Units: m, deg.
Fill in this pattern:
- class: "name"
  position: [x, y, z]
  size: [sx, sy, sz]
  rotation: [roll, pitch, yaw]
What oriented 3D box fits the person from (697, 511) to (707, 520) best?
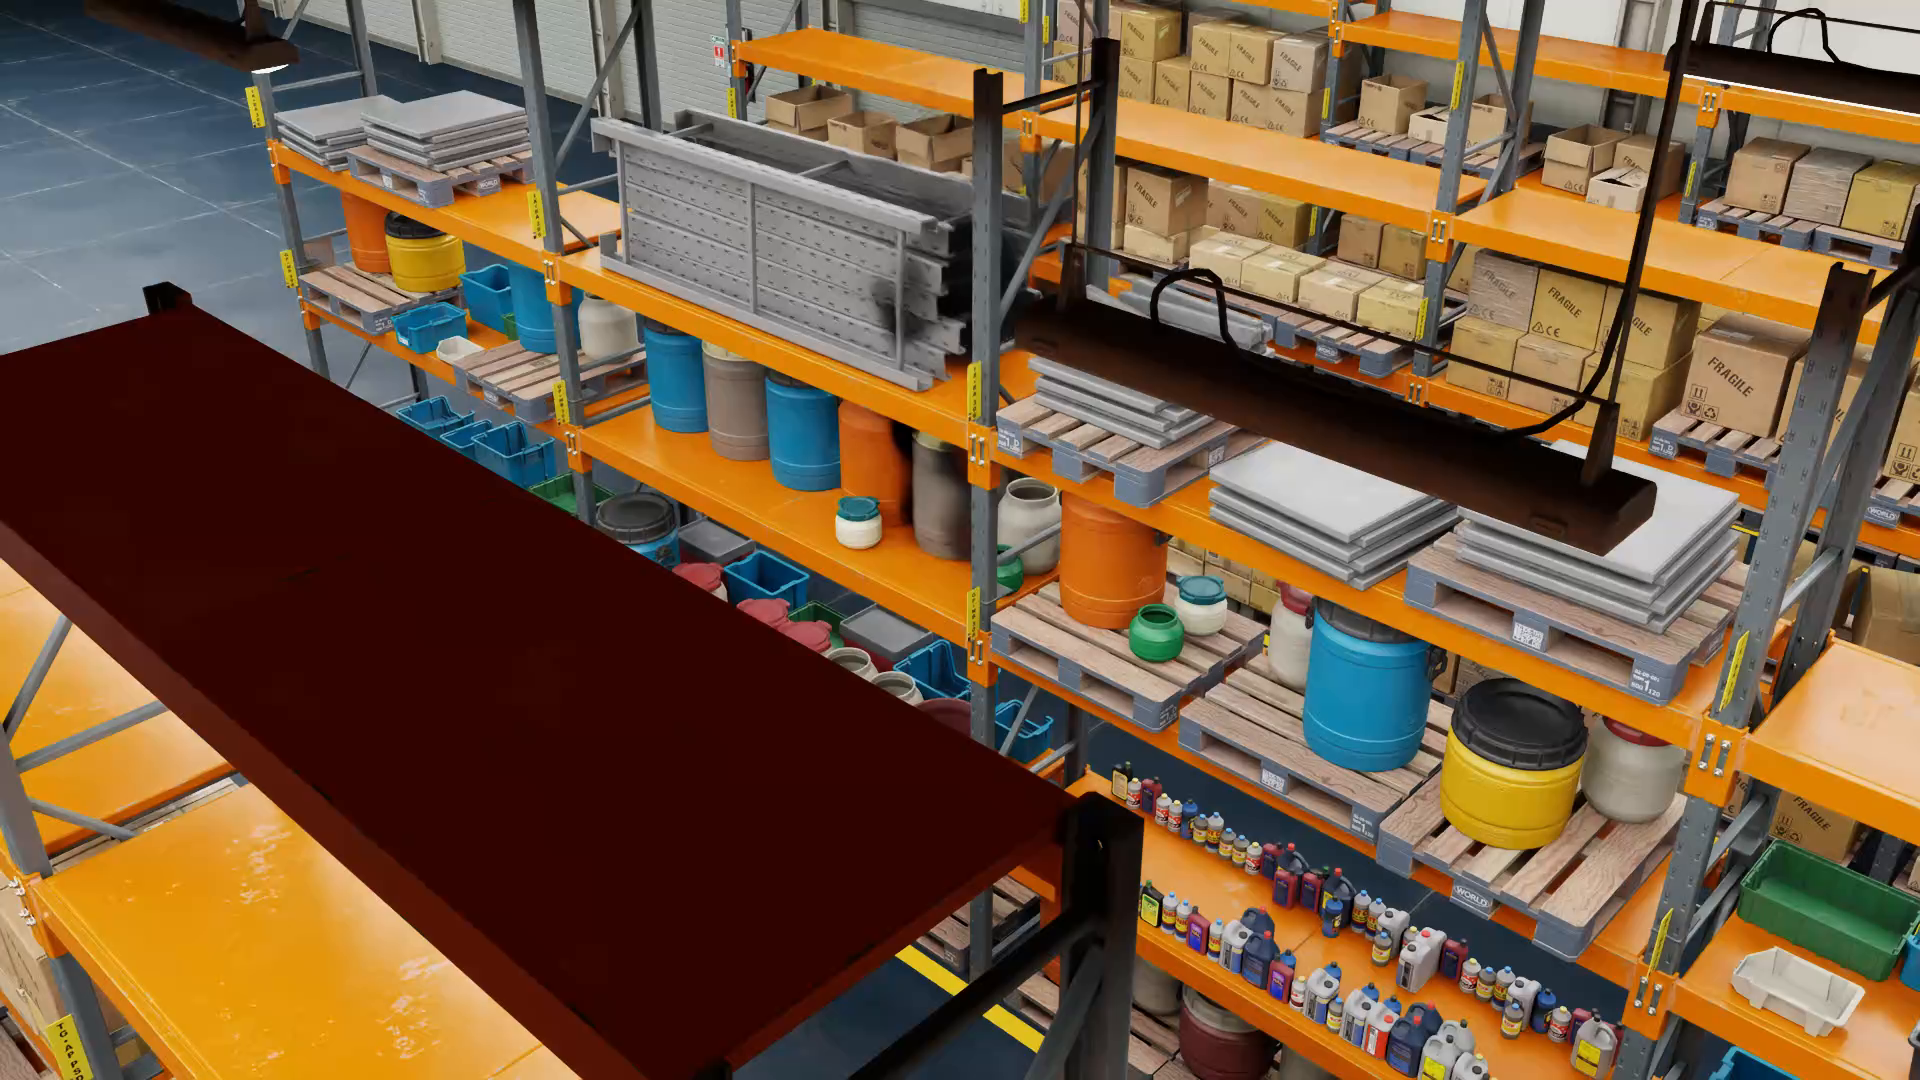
- class: "person"
  position: [-2.228, -0.441, 15.404]
  size: [0.631, 1.575, 0.529]
  rotation: [18, 34, 29]
